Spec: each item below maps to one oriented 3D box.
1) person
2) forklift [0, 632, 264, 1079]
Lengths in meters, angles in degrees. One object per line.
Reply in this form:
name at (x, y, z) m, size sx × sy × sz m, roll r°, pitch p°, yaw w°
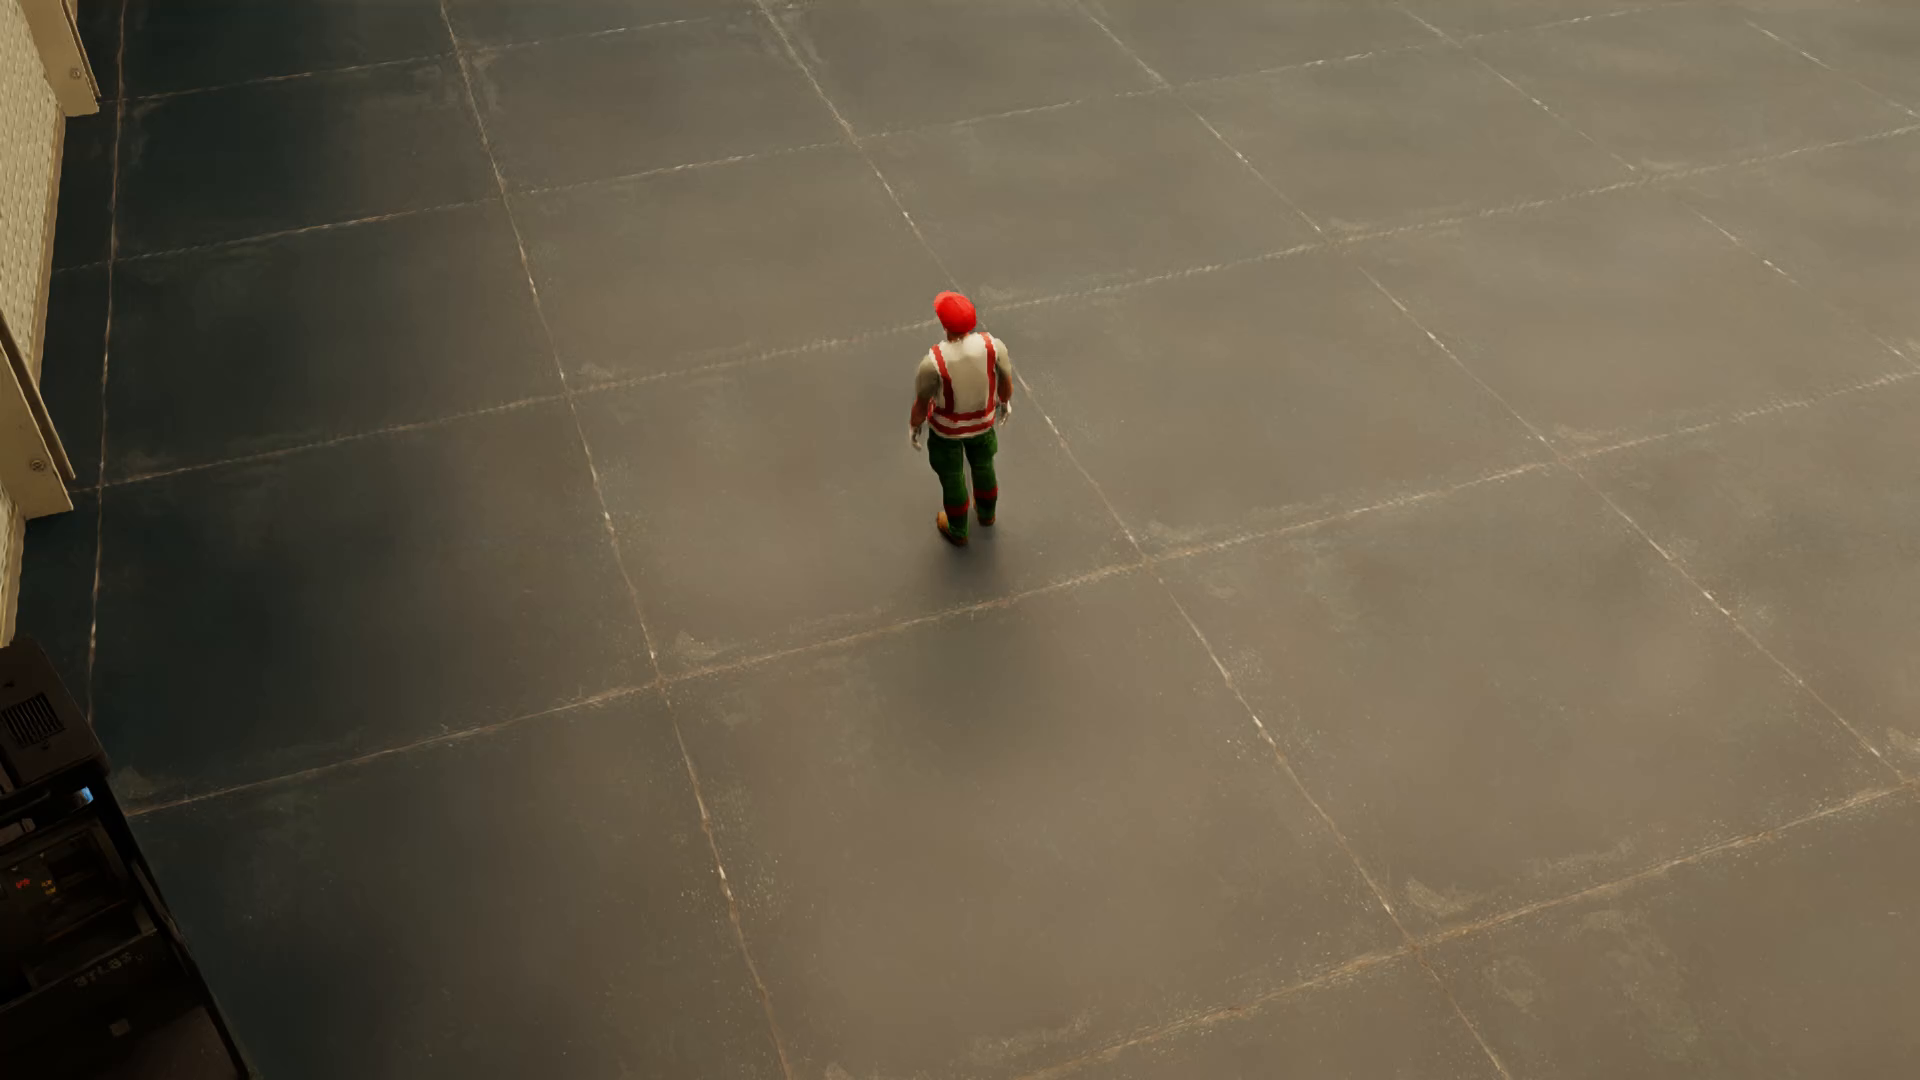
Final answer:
person at (-0.017, -0.742, 9.757) m, size 0.637 × 1.787 × 0.563 m, roll -13°, pitch 42°, yaw -15°
forklift at (-3.570, 1.491, 6.221) m, size 1.130 × 2.935 × 3.031 m, roll -28°, pitch 48°, yaw -30°
